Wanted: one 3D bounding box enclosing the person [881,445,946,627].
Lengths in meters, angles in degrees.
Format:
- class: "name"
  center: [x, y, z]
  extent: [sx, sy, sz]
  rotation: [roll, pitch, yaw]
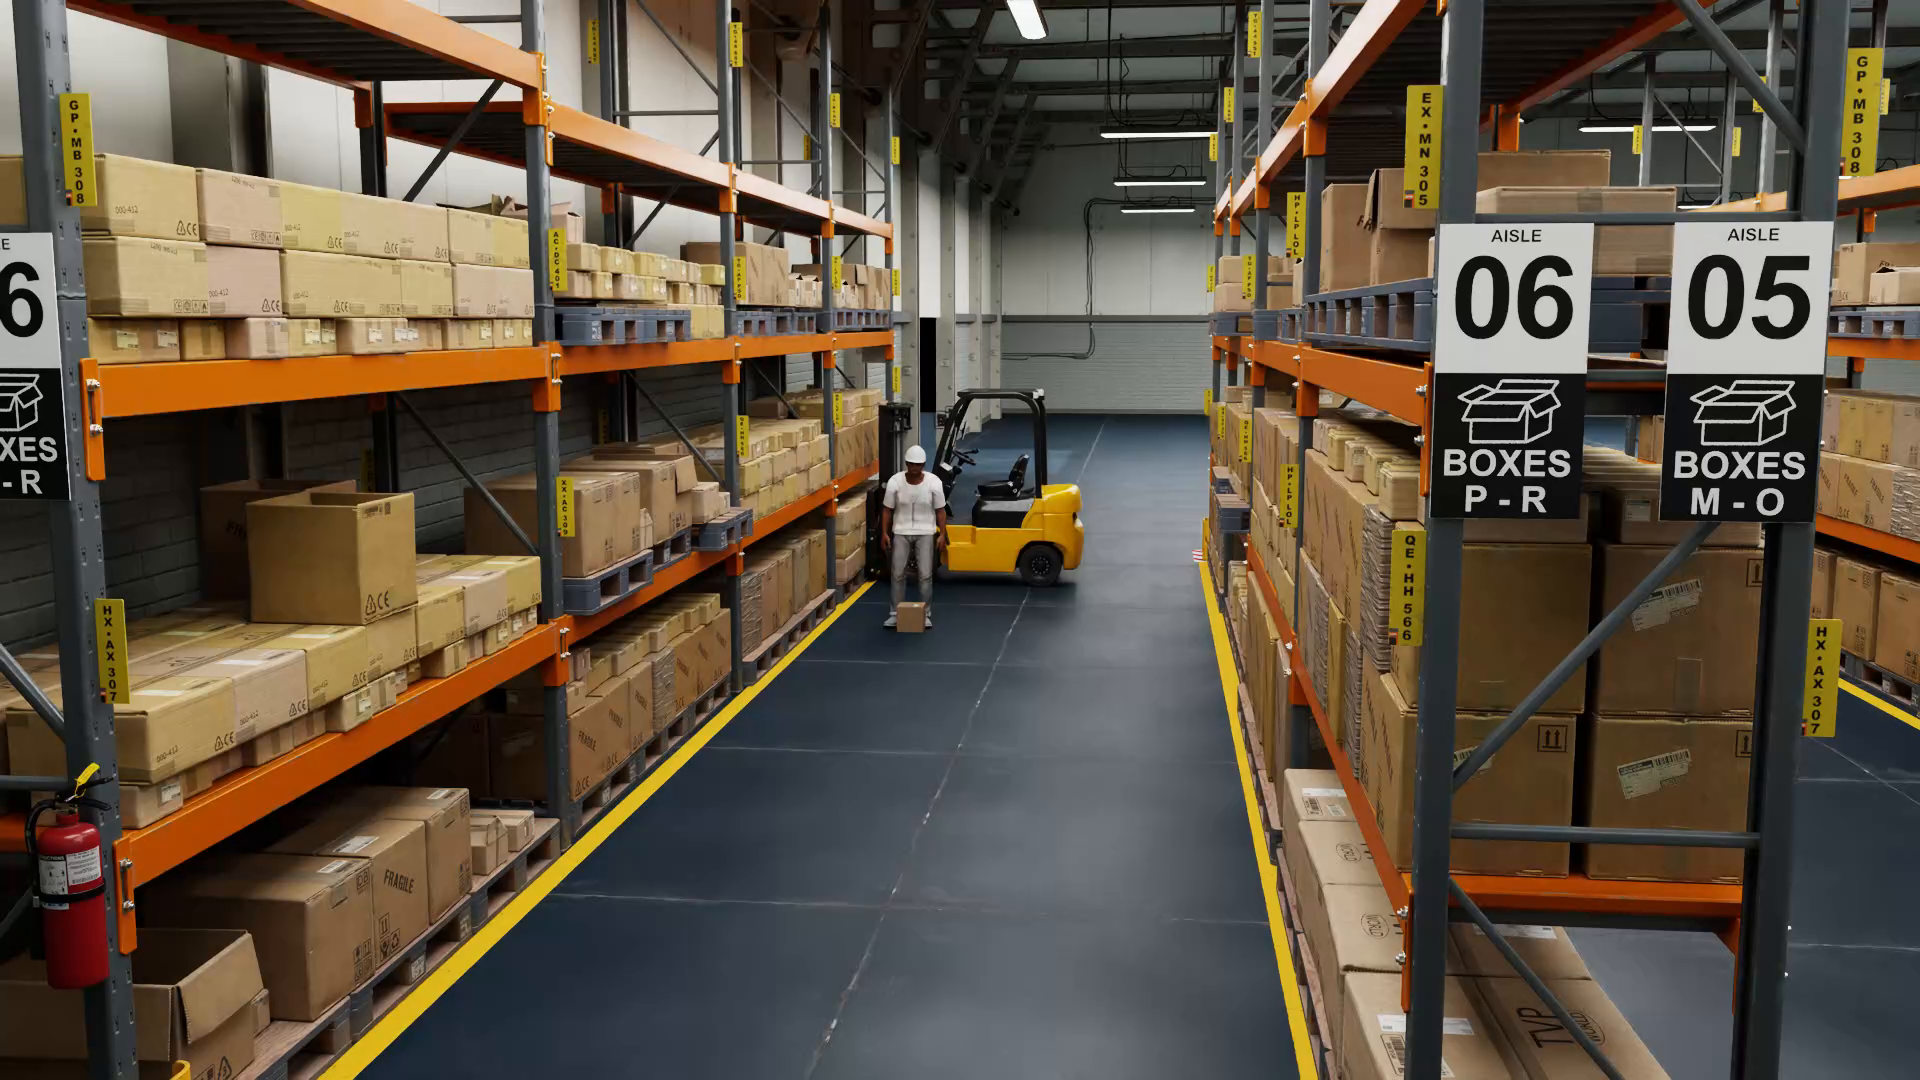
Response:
- class: "person"
  center: [-0.447, -0.037, 16.006]
  extent: [0.629, 1.759, 0.458]
  rotation: [0, 8, 3]
